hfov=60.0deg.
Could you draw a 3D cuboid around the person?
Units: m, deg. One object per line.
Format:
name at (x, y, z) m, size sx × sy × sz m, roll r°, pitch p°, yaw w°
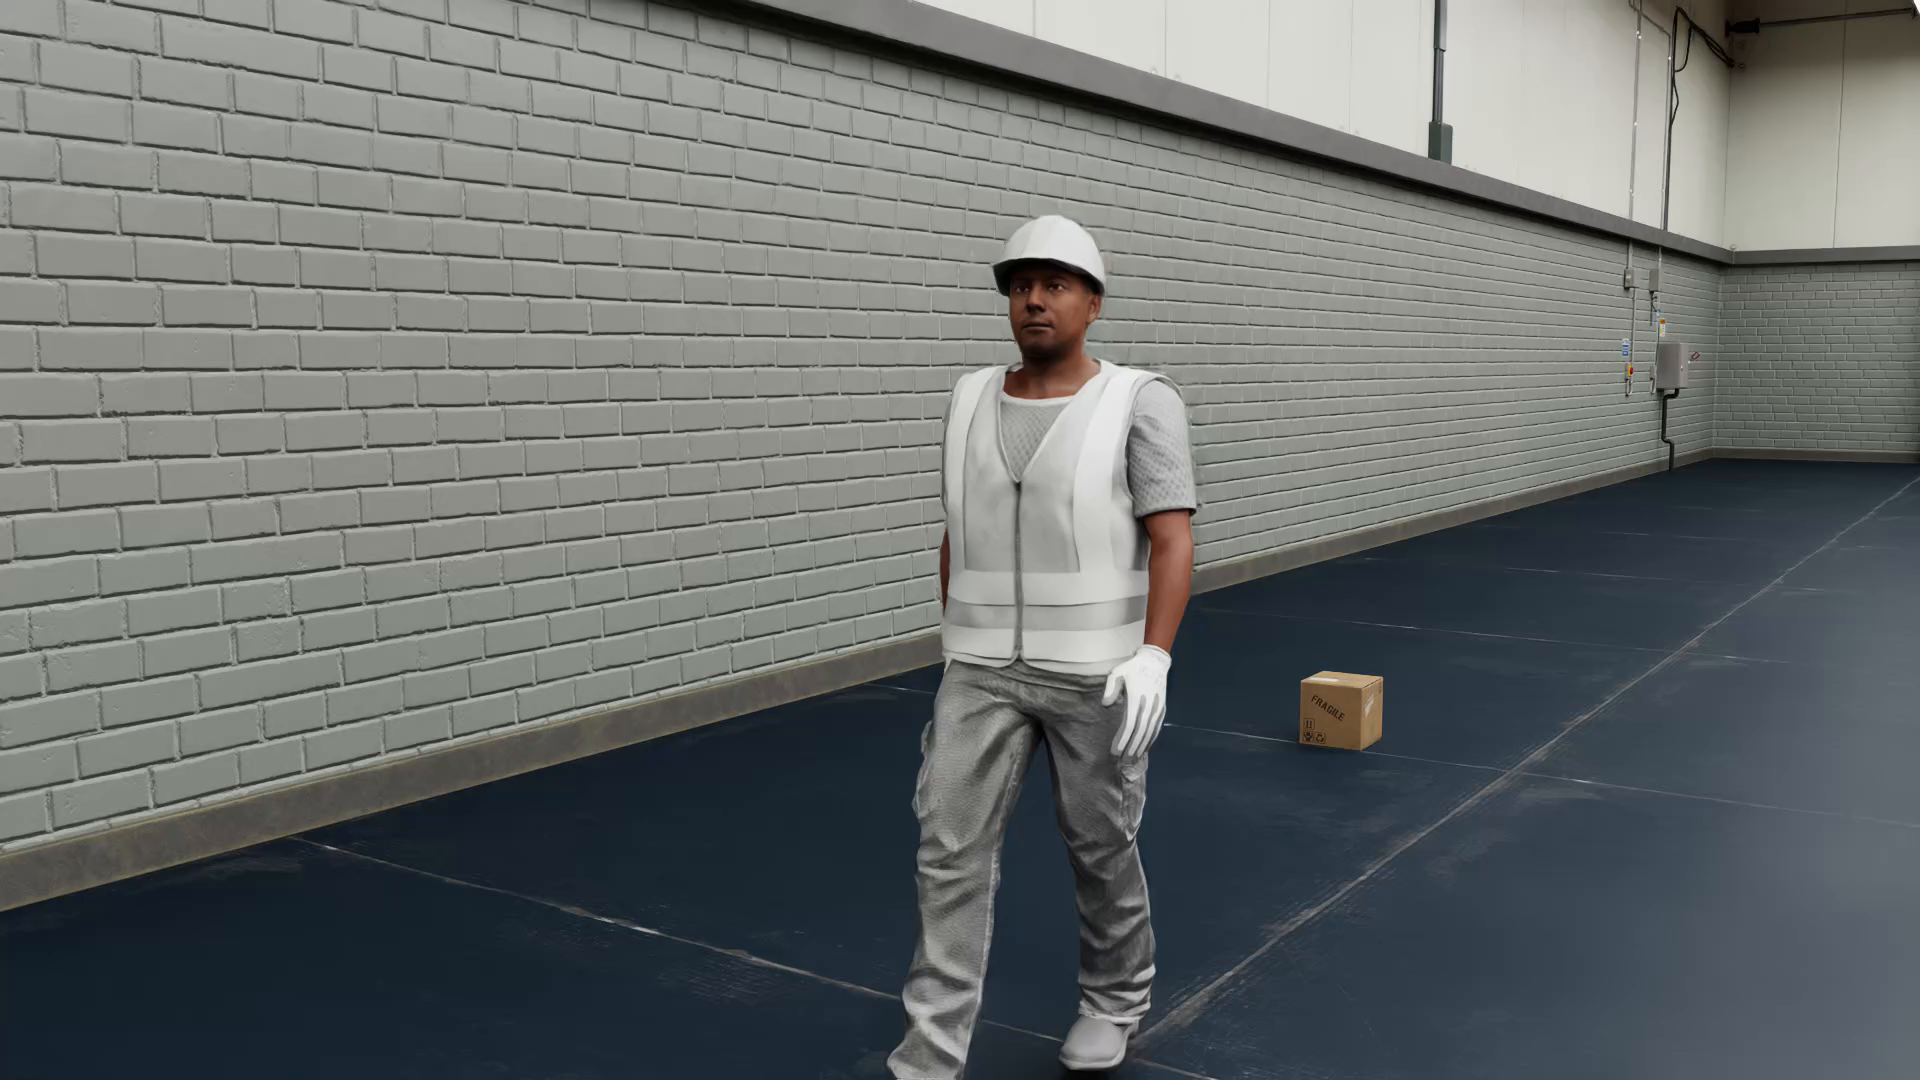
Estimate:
person at (0.132, 0.253, 3.151) m, size 0.580 × 1.736 × 0.951 m, roll 3°, pitch 7°, yaw 23°
